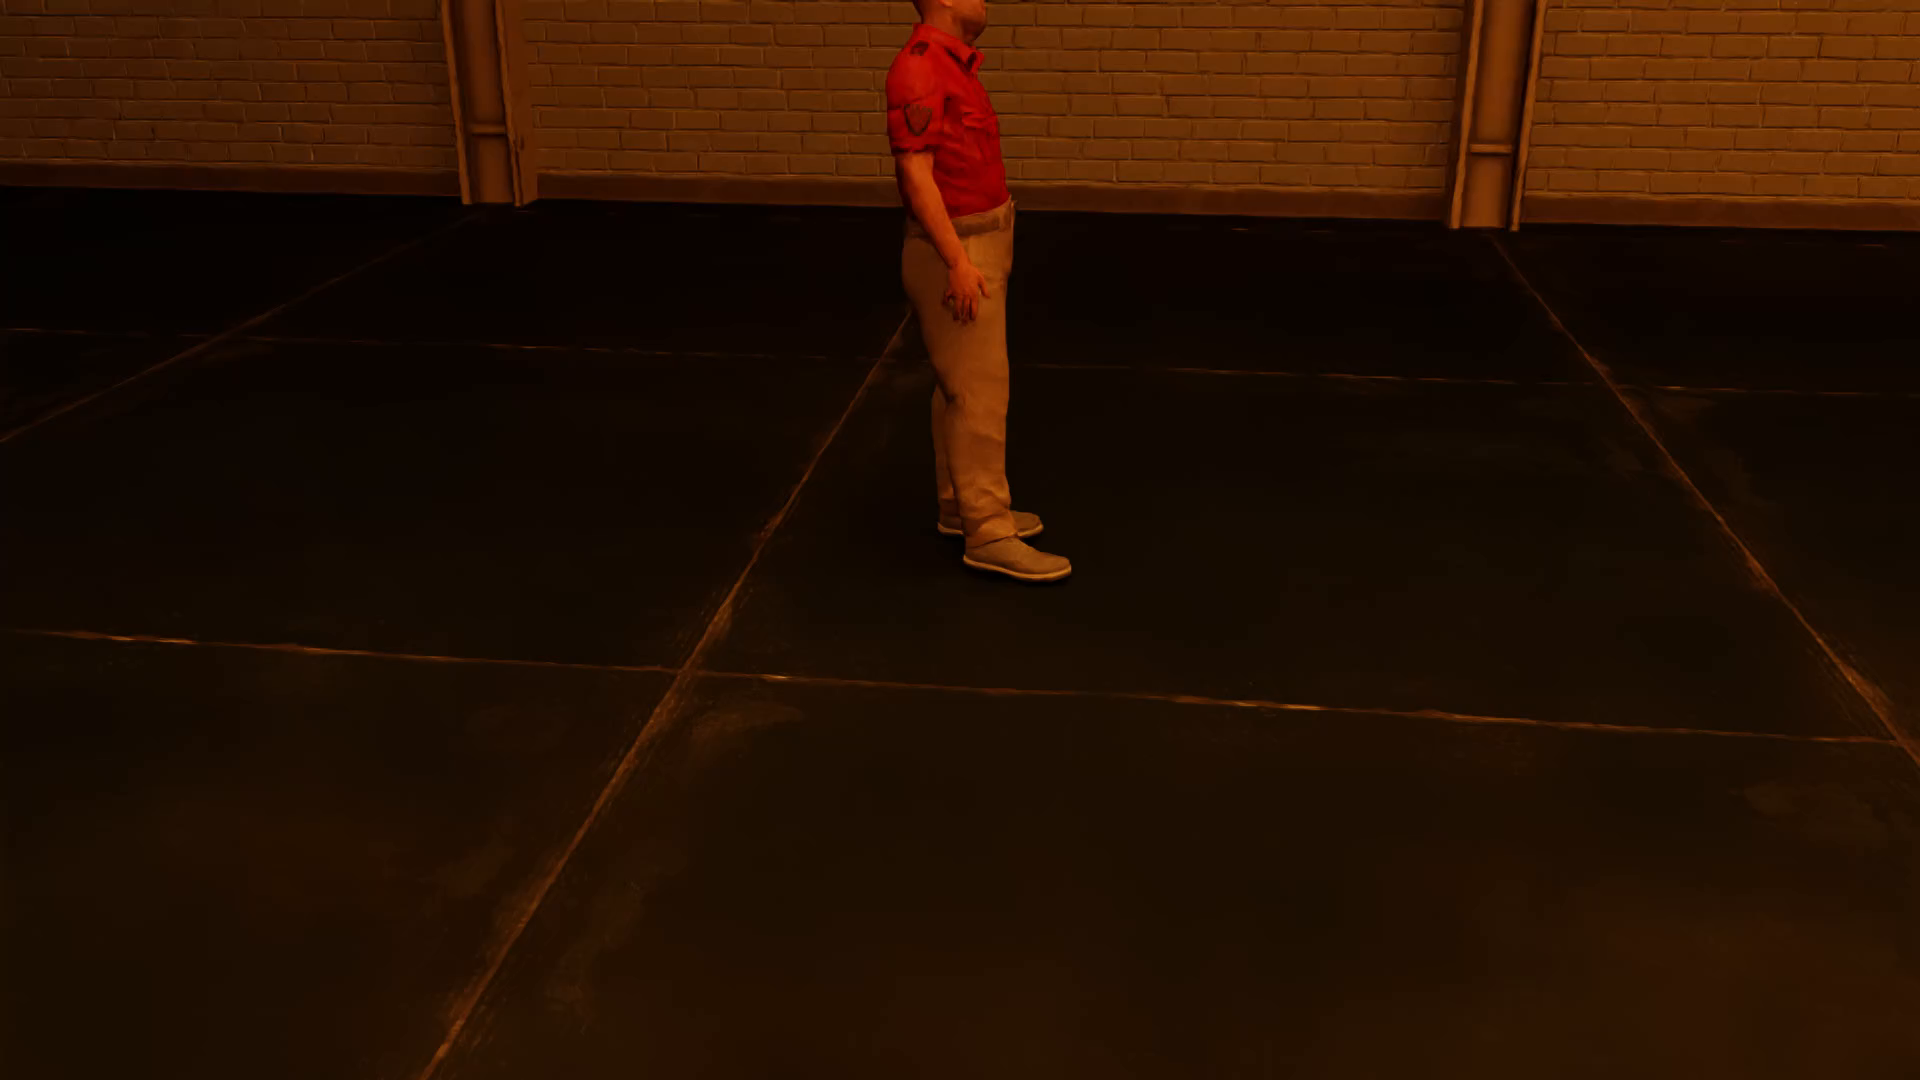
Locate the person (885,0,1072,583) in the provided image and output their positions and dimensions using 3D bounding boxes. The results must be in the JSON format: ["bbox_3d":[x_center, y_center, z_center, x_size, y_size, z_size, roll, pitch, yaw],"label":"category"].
[{"bbox_3d":[0.088,-0.800,4.830,0.550,1.727,0.640,3,22,7],"label":"person"}]
